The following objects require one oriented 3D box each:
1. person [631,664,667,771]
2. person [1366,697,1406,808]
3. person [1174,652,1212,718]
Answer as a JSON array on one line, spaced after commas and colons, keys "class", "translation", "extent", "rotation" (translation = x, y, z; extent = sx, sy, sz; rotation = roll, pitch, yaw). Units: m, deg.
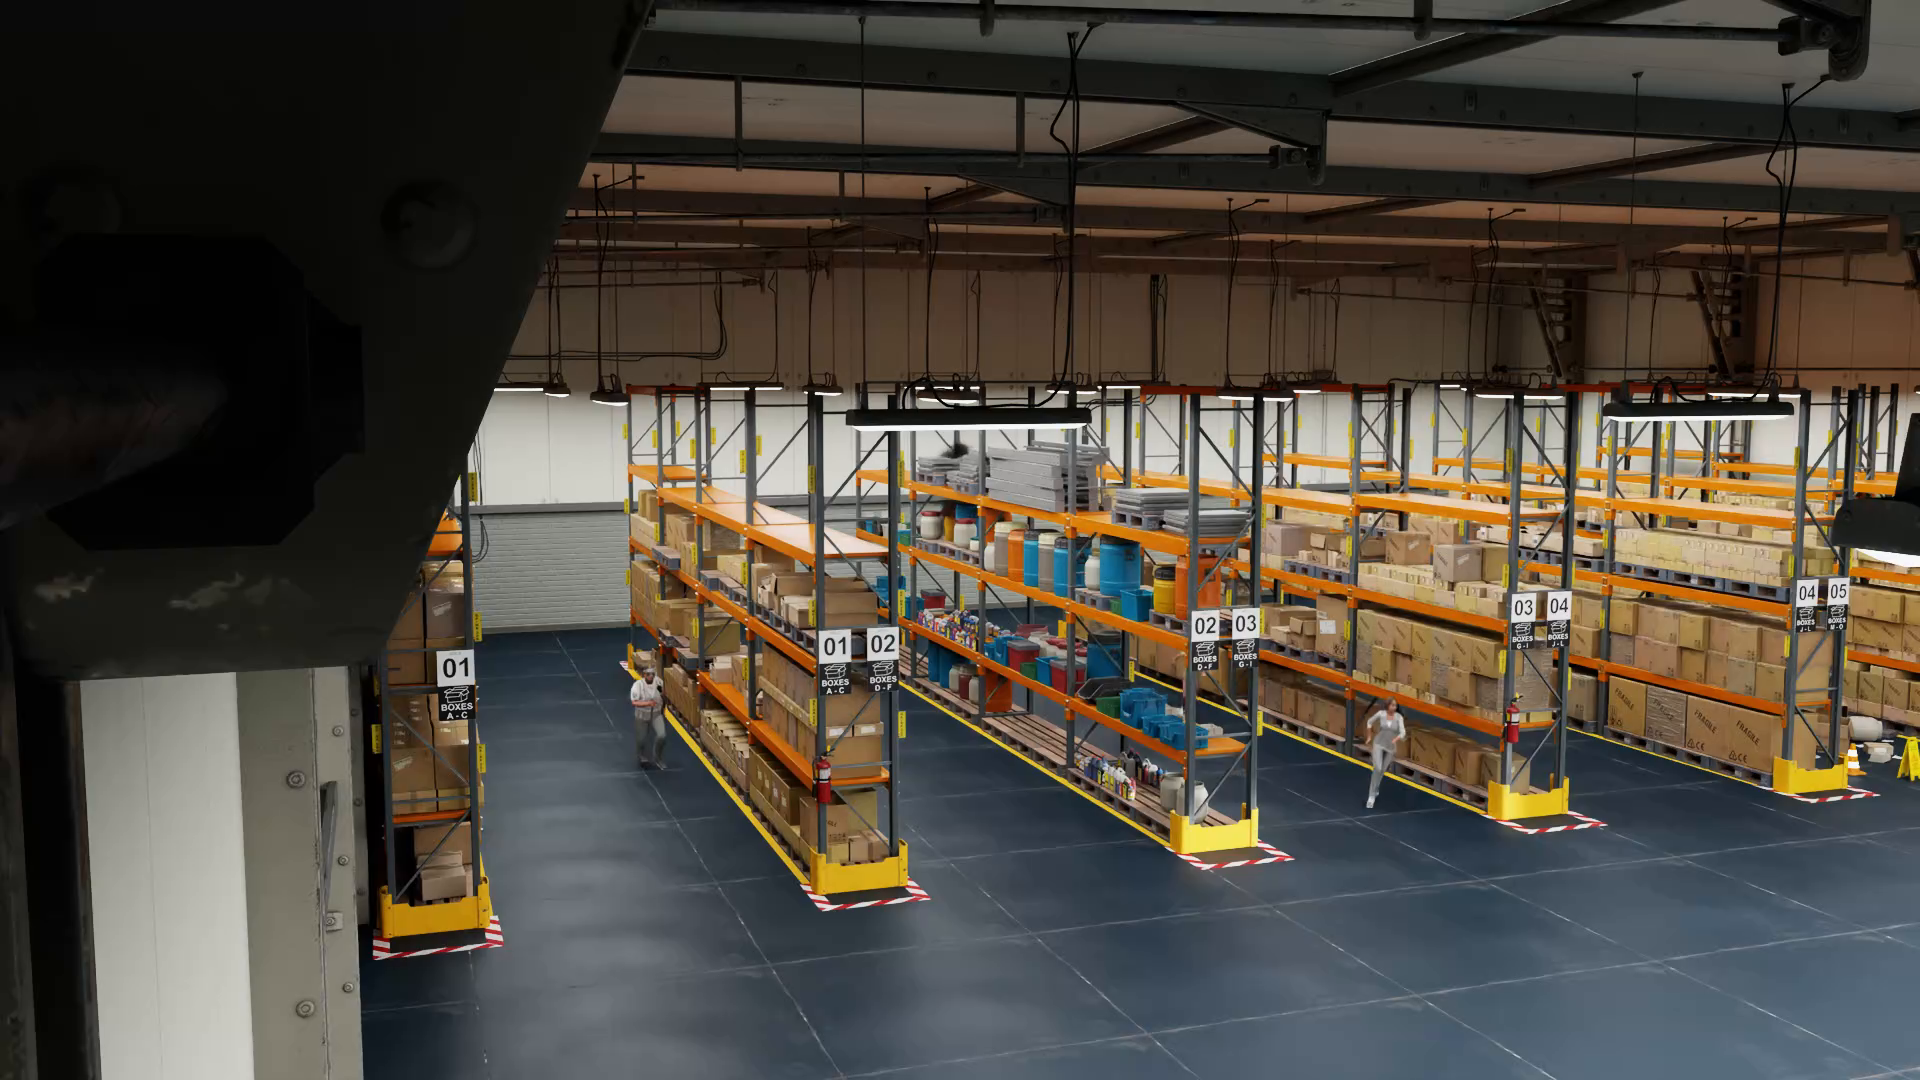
[{"class": "person", "translation": [-4.921, 2.777, 26.242], "extent": [0.598, 1.723, 0.955], "rotation": [-3, 6, -24]}, {"class": "person", "translation": [6.157, 3.033, 24.161], "extent": [0.587, 1.570, 0.813], "rotation": [0, 6, 3]}, {"class": "person", "translation": [4.189, 2.530, 29.814], "extent": [0.581, 1.435, 0.933], "rotation": [0, 6, -4]}]
